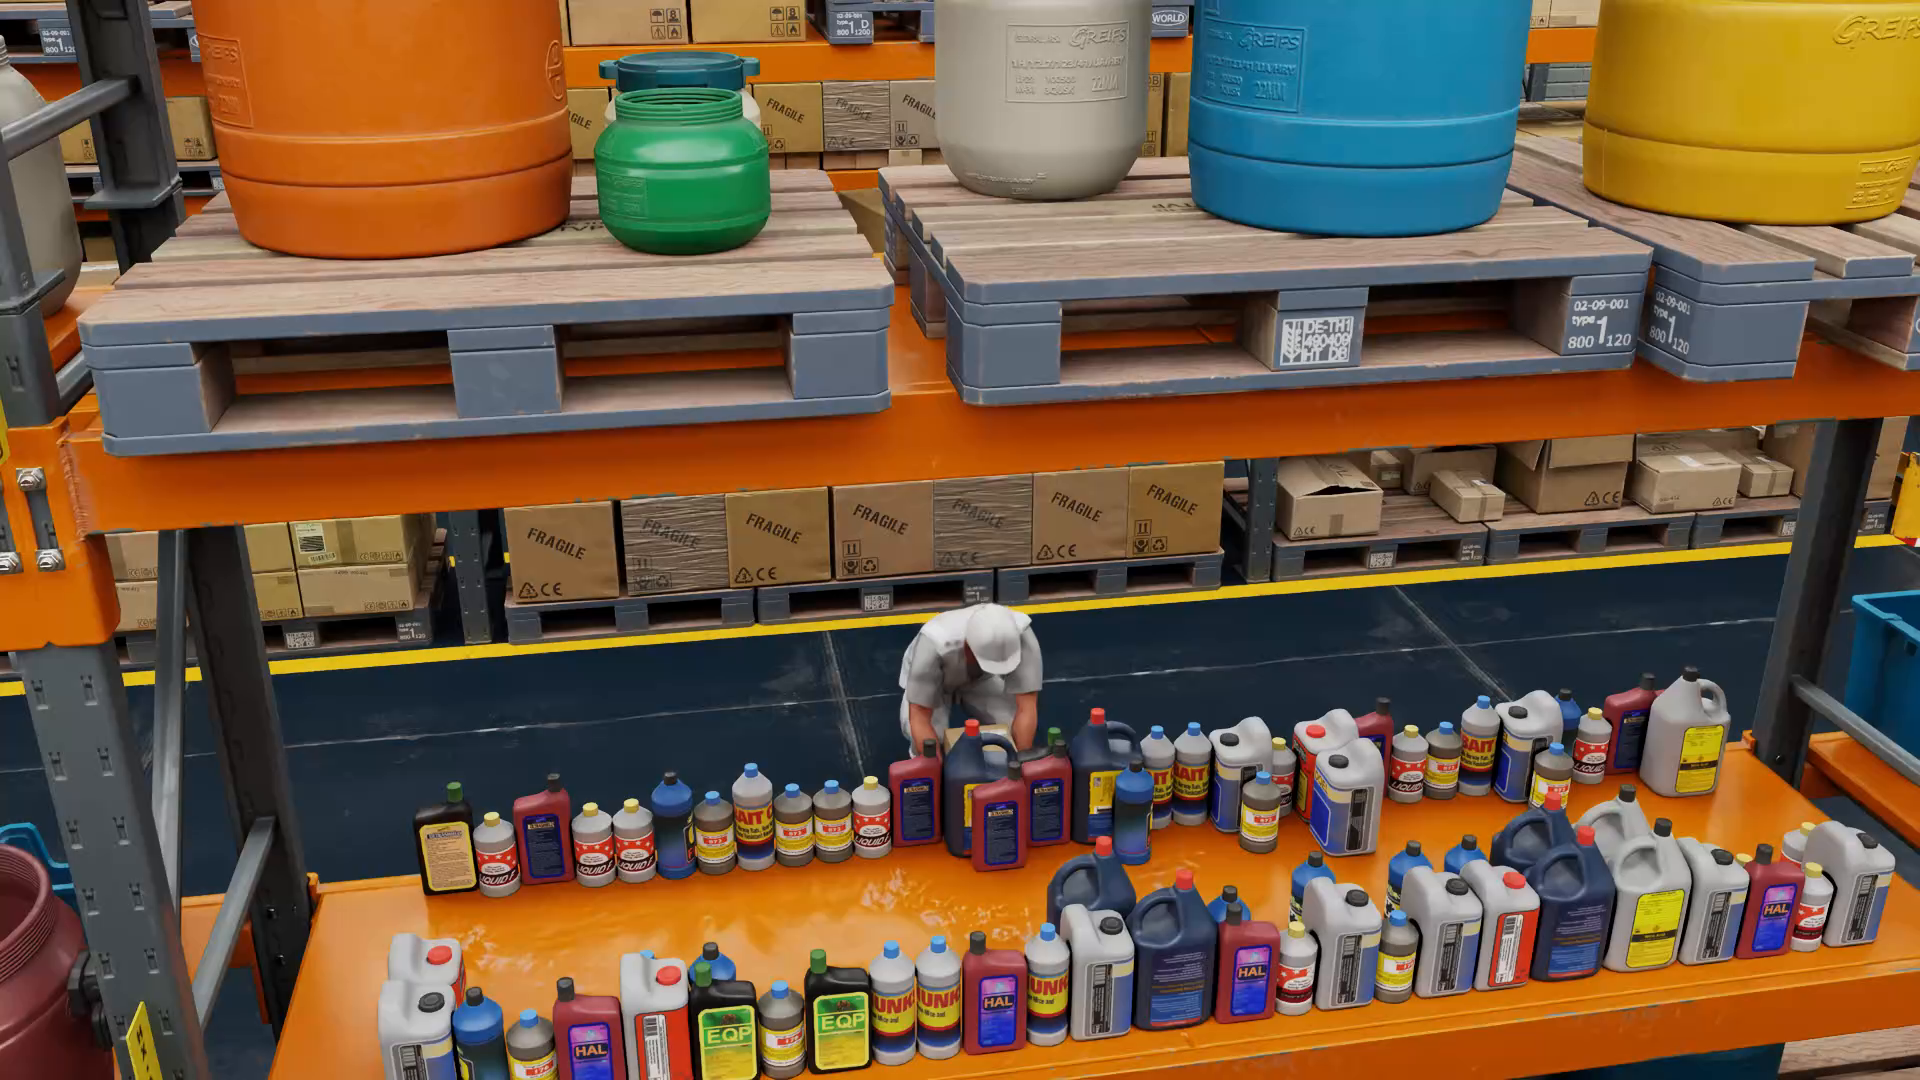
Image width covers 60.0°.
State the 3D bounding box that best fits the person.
[{"bbox_3d":[0.037,0.609,6.663,0.562,0.993,0.865,-4,23,-10],"label":"person"}]
